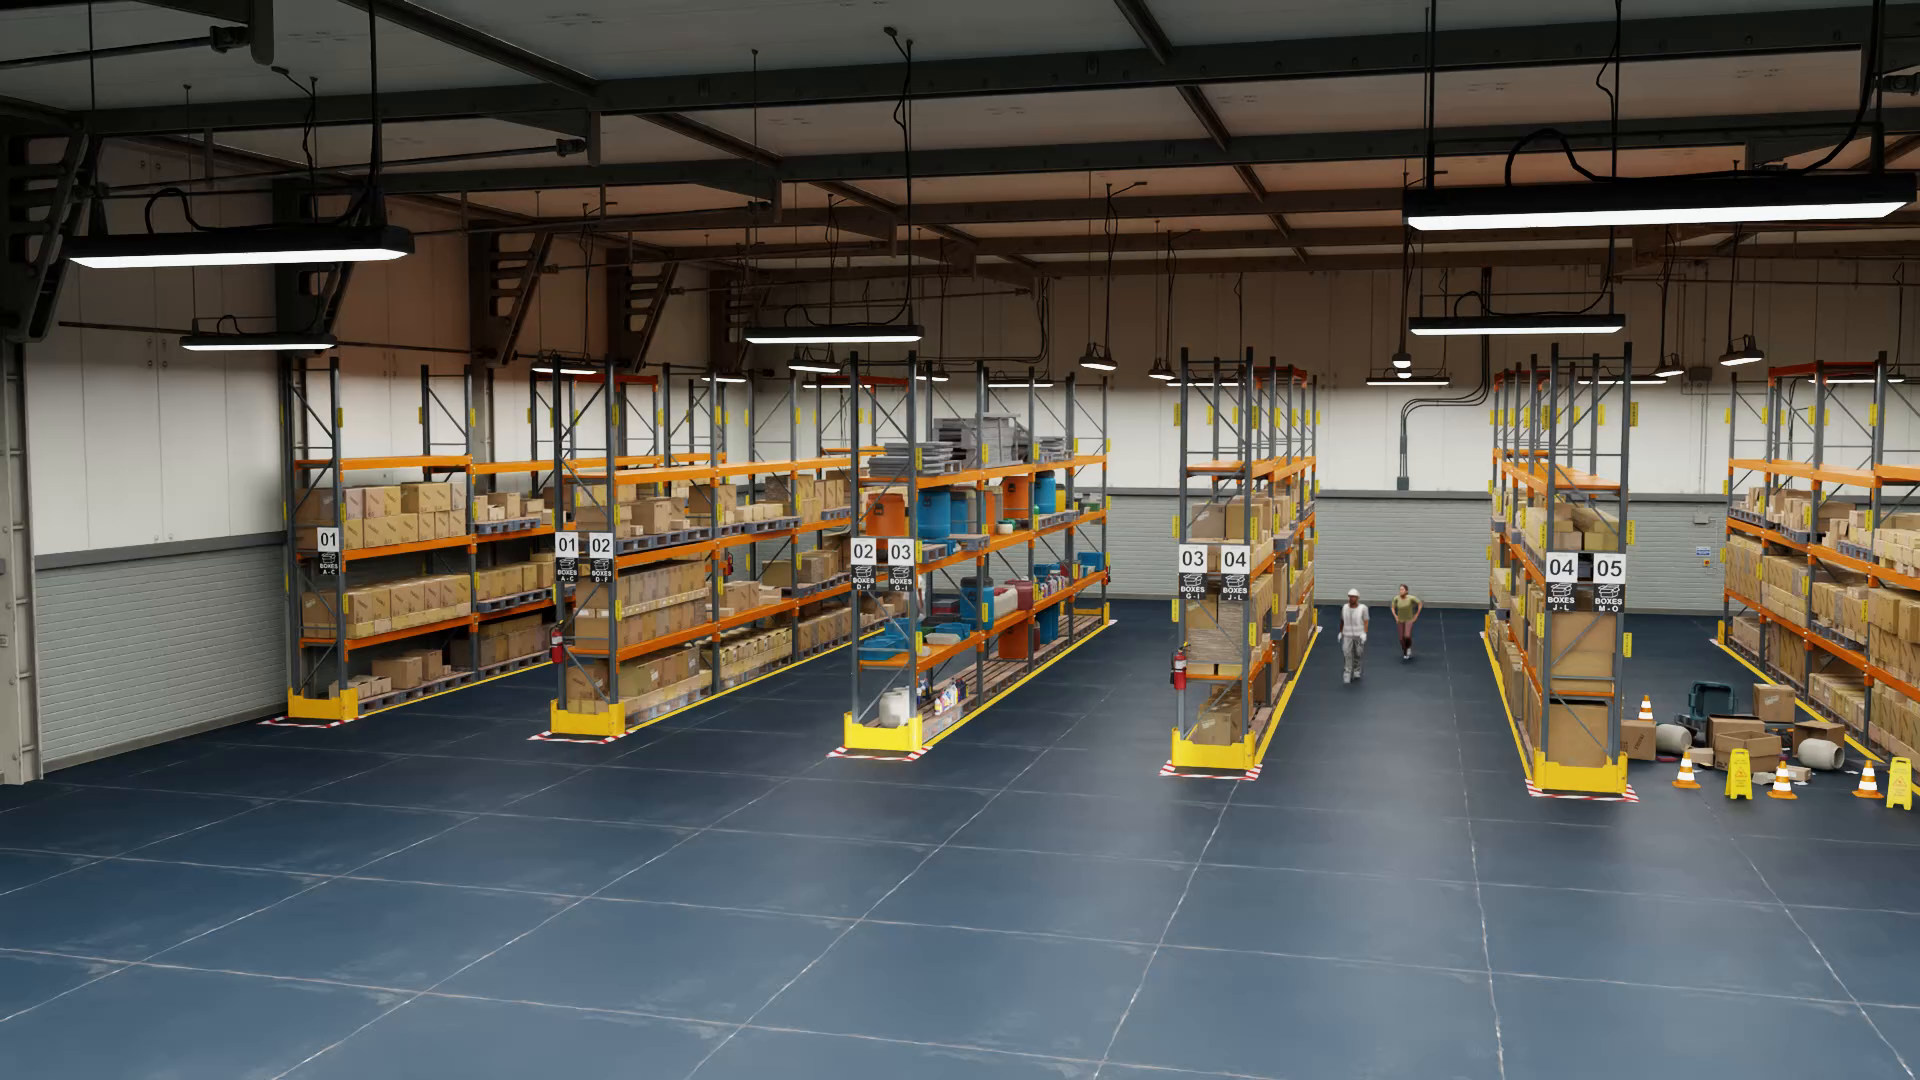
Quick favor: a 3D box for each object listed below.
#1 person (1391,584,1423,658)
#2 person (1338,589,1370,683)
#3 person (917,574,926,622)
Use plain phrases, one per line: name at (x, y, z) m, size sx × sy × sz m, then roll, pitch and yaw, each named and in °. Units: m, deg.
person at (9.273, 1.684, 34.507) m, size 0.625 × 1.580 × 0.675 m, roll 2°, pitch 5°, yaw 26°
person at (7.452, 1.798, 31.484) m, size 0.581 × 1.720 × 1.039 m, roll 1°, pitch 4°, yaw 16°
person at (-1.005, 1.382, 37.941) m, size 0.459 × 1.676 × 0.492 m, roll -2°, pitch 5°, yaw -30°
